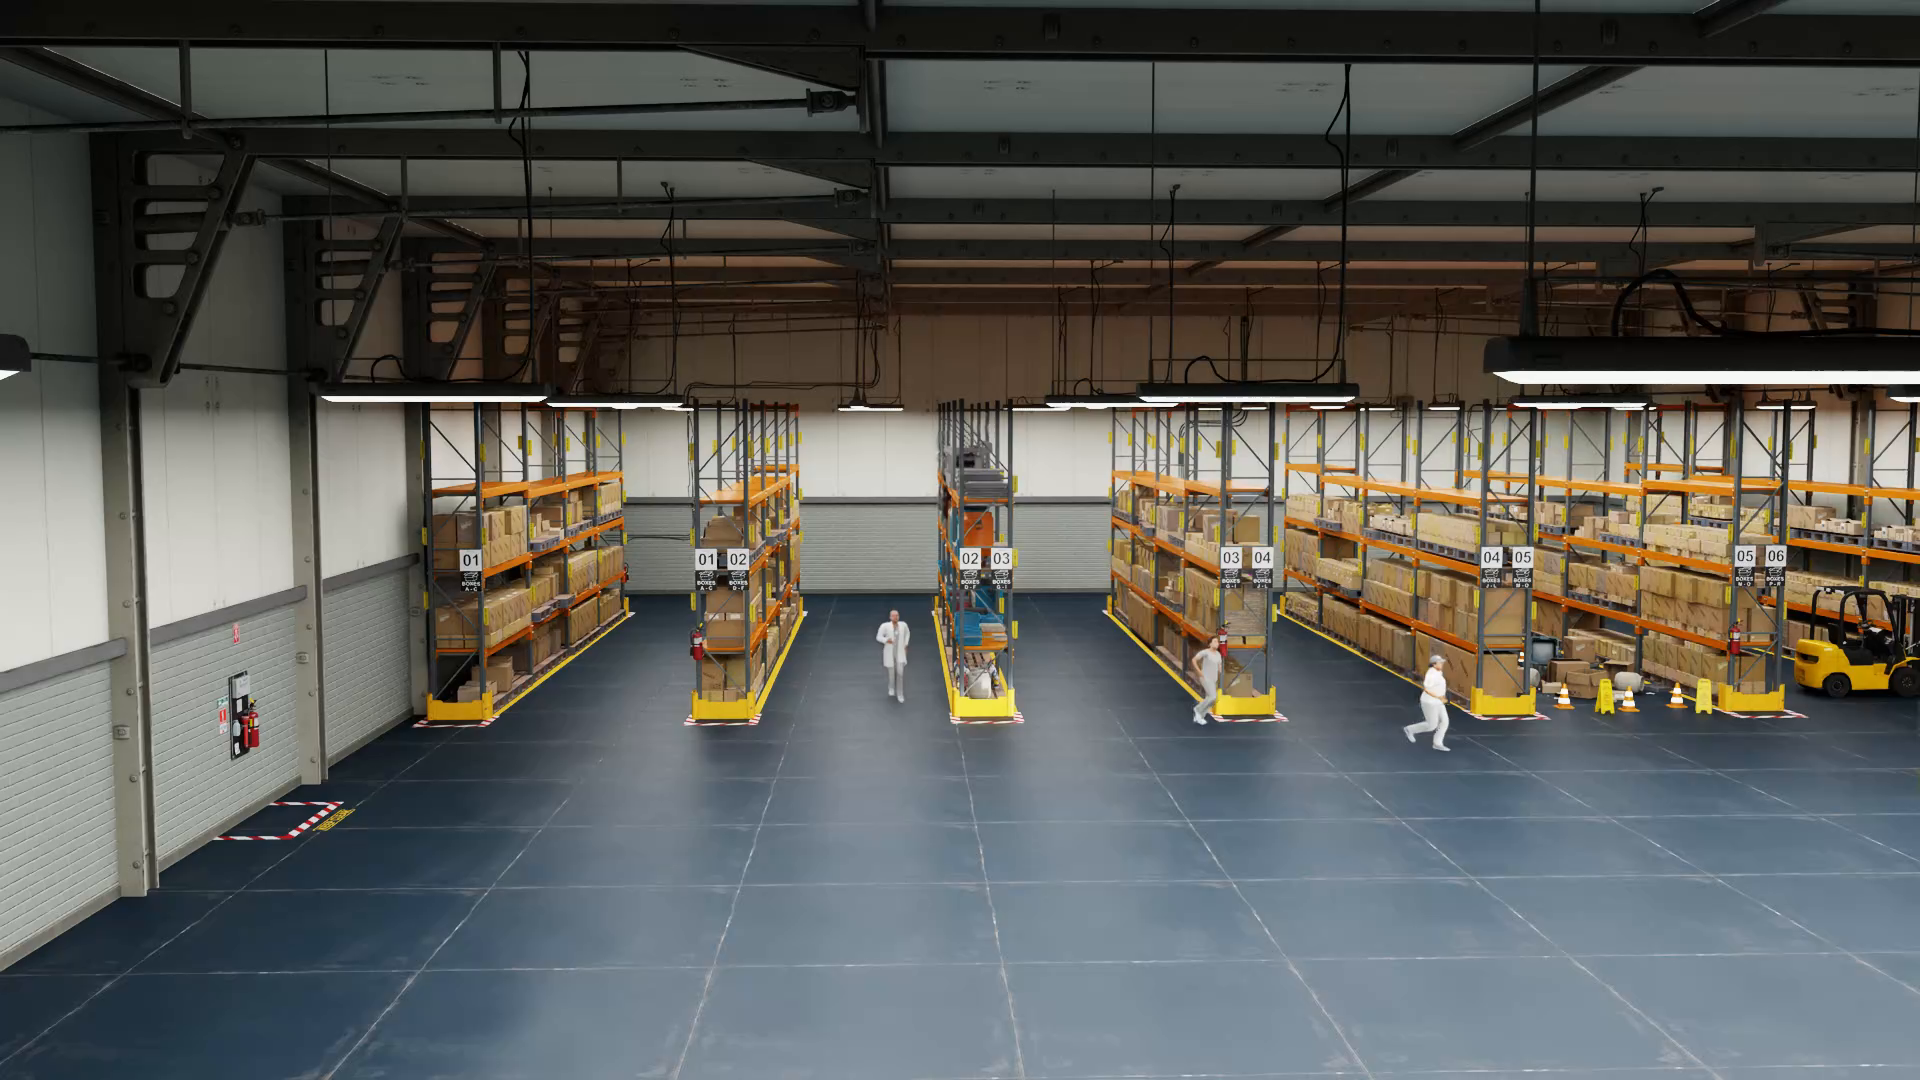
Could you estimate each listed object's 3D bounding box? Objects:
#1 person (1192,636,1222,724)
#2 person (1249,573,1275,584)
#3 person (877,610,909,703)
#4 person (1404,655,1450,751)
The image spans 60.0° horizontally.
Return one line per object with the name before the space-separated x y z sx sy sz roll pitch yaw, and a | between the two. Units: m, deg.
person | 4.617 2.577 30.686 0.561 1.627 0.546 -4 6 -40
person | 8.159 1.421 44.954 0.677 1.822 0.801 0 4 -6
person | -1.333 2.316 33.288 0.684 1.843 0.864 -1 4 -8
person | 7.984 2.765 28.339 0.754 1.634 0.597 3 5 31
